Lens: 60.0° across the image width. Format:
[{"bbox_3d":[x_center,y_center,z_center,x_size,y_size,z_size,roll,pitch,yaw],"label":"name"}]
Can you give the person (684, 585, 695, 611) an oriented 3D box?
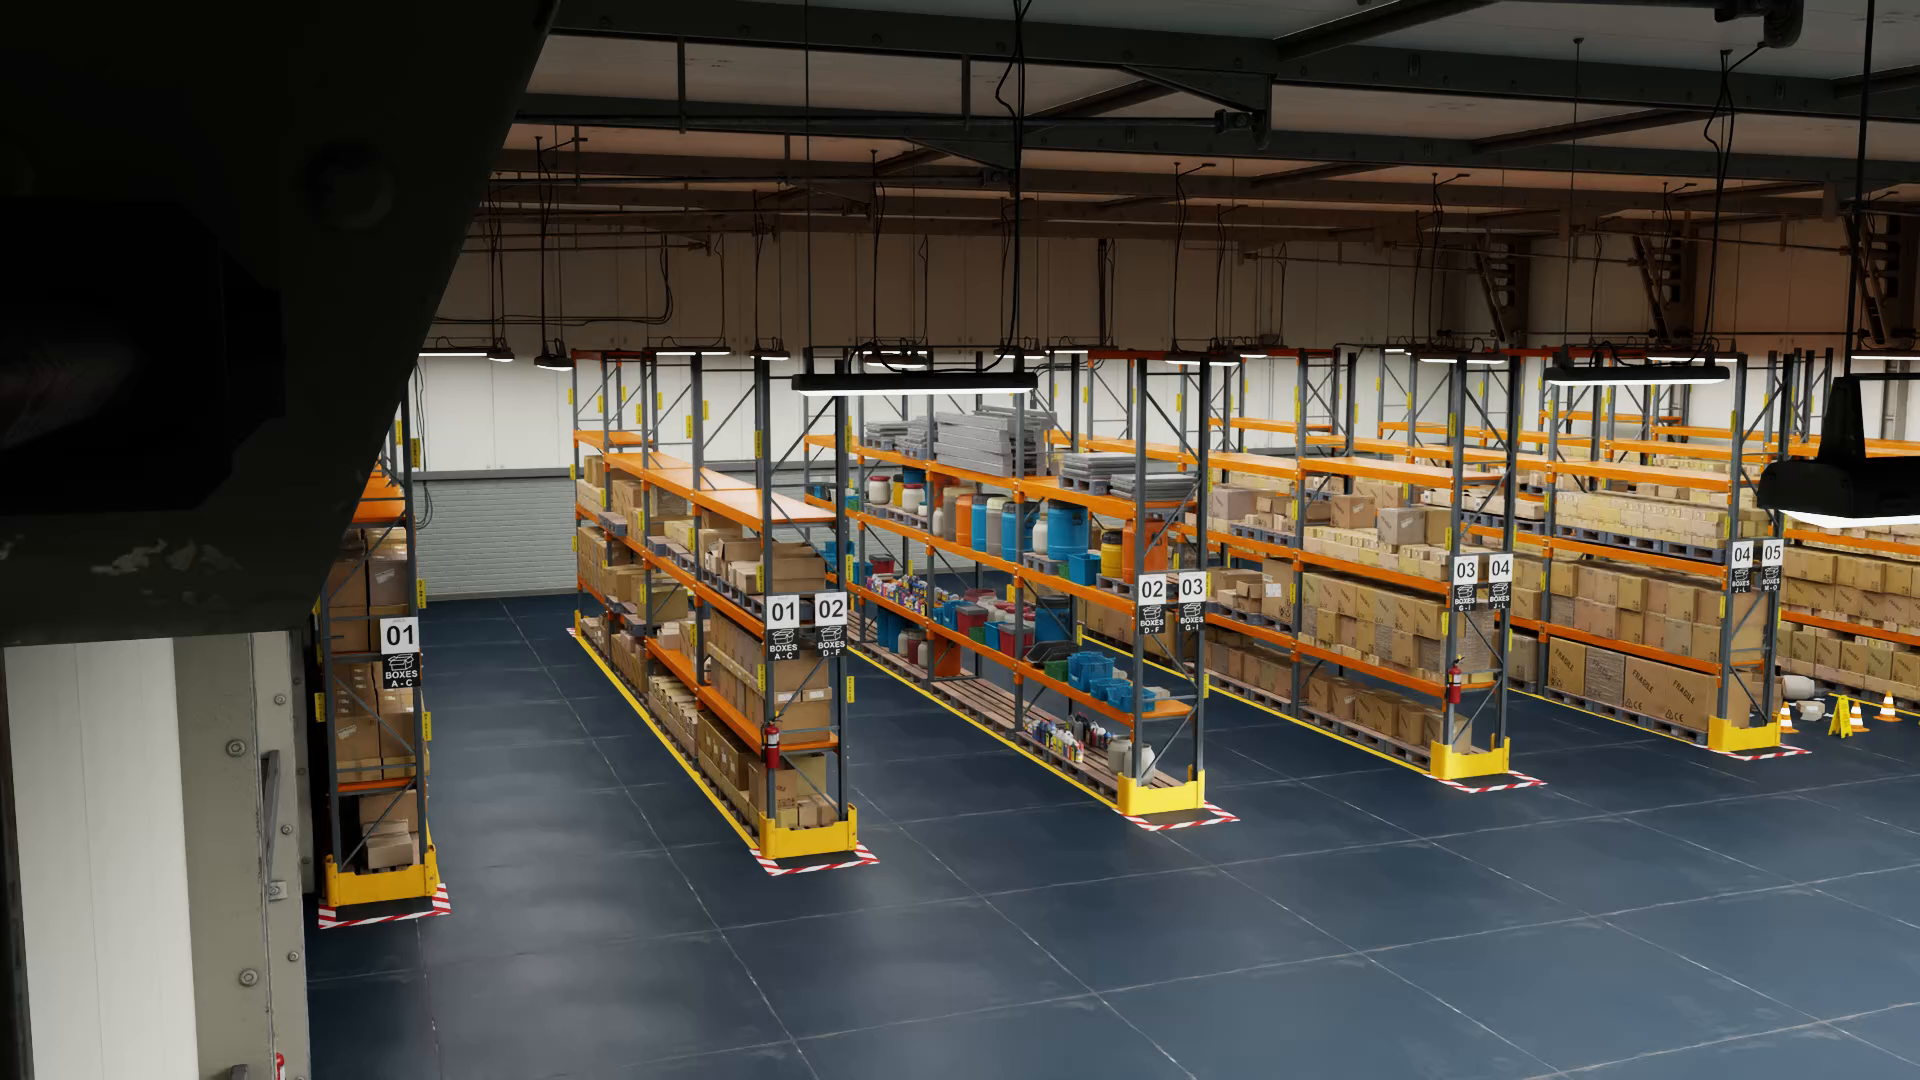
[{"bbox_3d":[-5.645,1.153,34.661,0.629,1.777,0.402,4,8,27],"label":"person"}]
